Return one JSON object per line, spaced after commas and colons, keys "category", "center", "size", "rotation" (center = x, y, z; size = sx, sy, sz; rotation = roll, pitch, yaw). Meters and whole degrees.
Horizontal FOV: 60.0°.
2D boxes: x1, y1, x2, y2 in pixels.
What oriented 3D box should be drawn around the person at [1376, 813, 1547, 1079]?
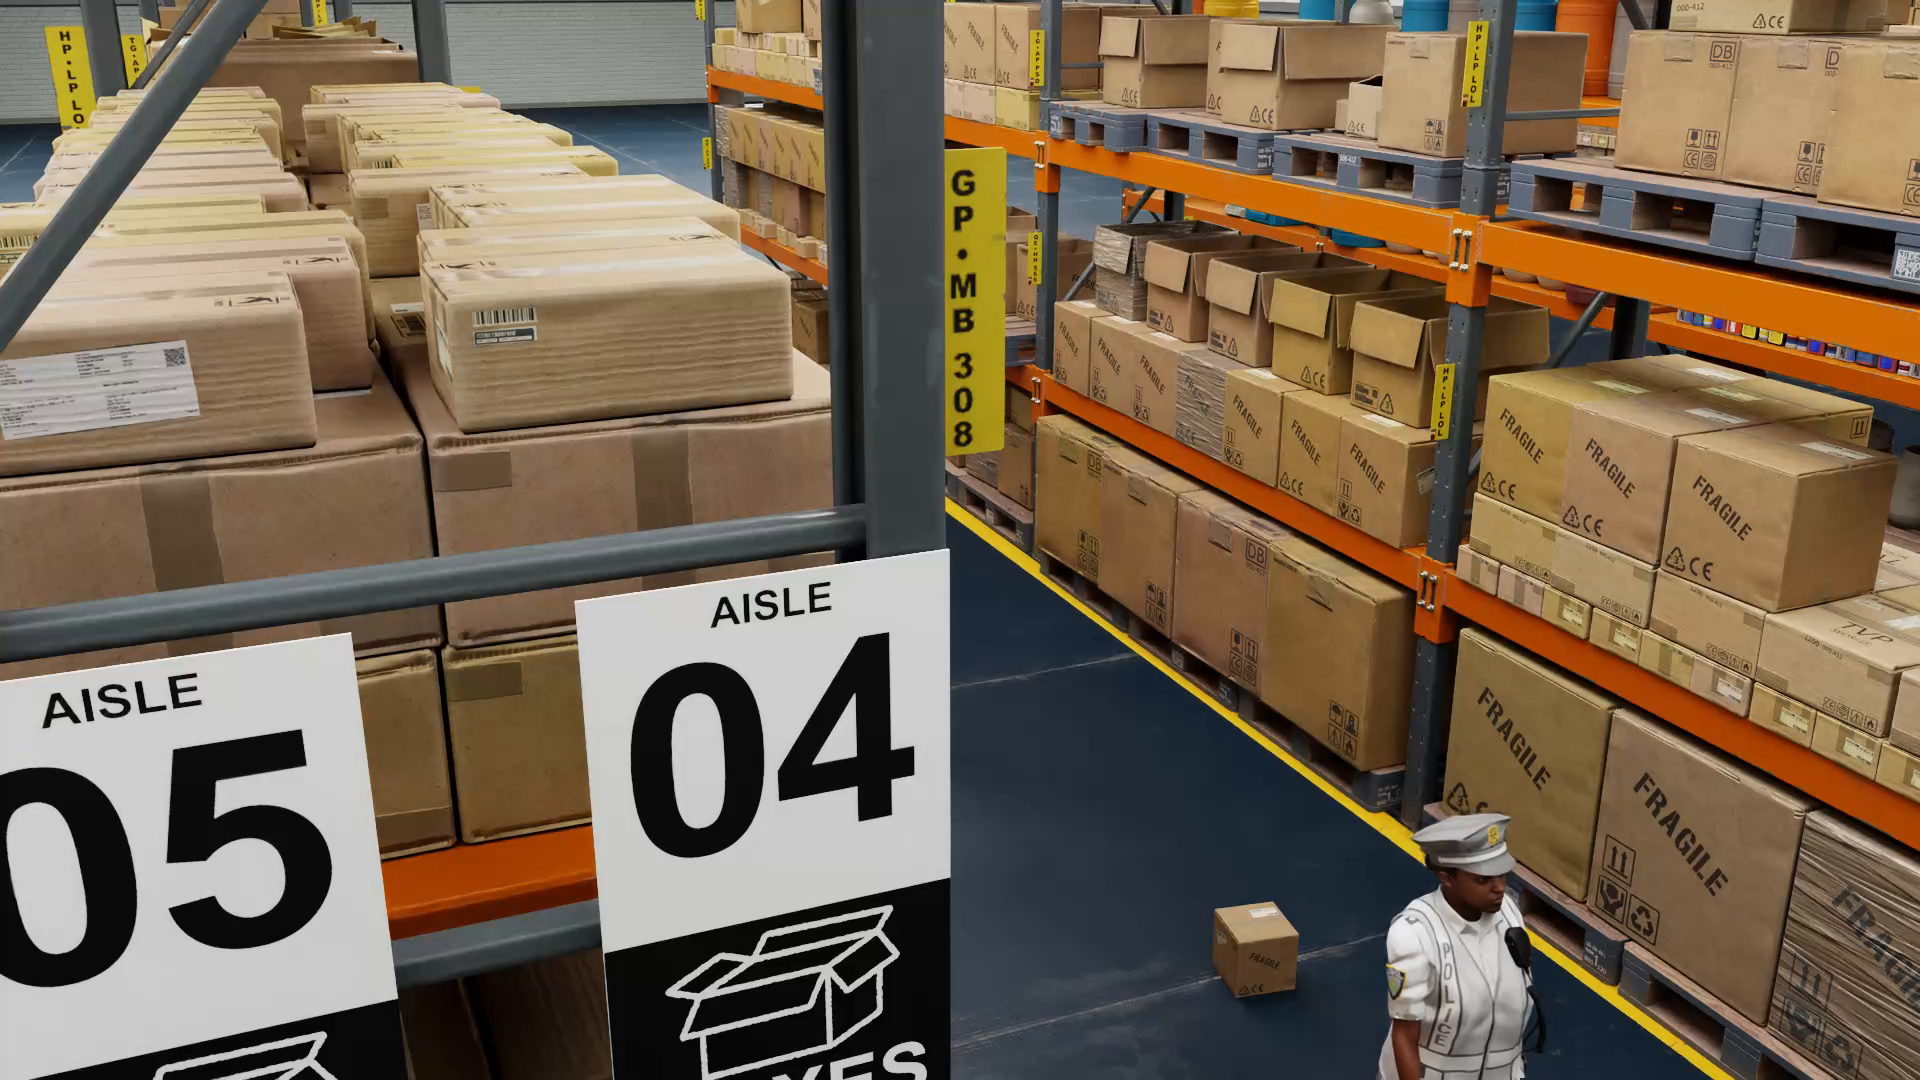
{"category": "person", "center": [1.378, 1.538, 4.498], "size": [0.445, 1.662, 0.818], "rotation": [-5, 20, -14]}
